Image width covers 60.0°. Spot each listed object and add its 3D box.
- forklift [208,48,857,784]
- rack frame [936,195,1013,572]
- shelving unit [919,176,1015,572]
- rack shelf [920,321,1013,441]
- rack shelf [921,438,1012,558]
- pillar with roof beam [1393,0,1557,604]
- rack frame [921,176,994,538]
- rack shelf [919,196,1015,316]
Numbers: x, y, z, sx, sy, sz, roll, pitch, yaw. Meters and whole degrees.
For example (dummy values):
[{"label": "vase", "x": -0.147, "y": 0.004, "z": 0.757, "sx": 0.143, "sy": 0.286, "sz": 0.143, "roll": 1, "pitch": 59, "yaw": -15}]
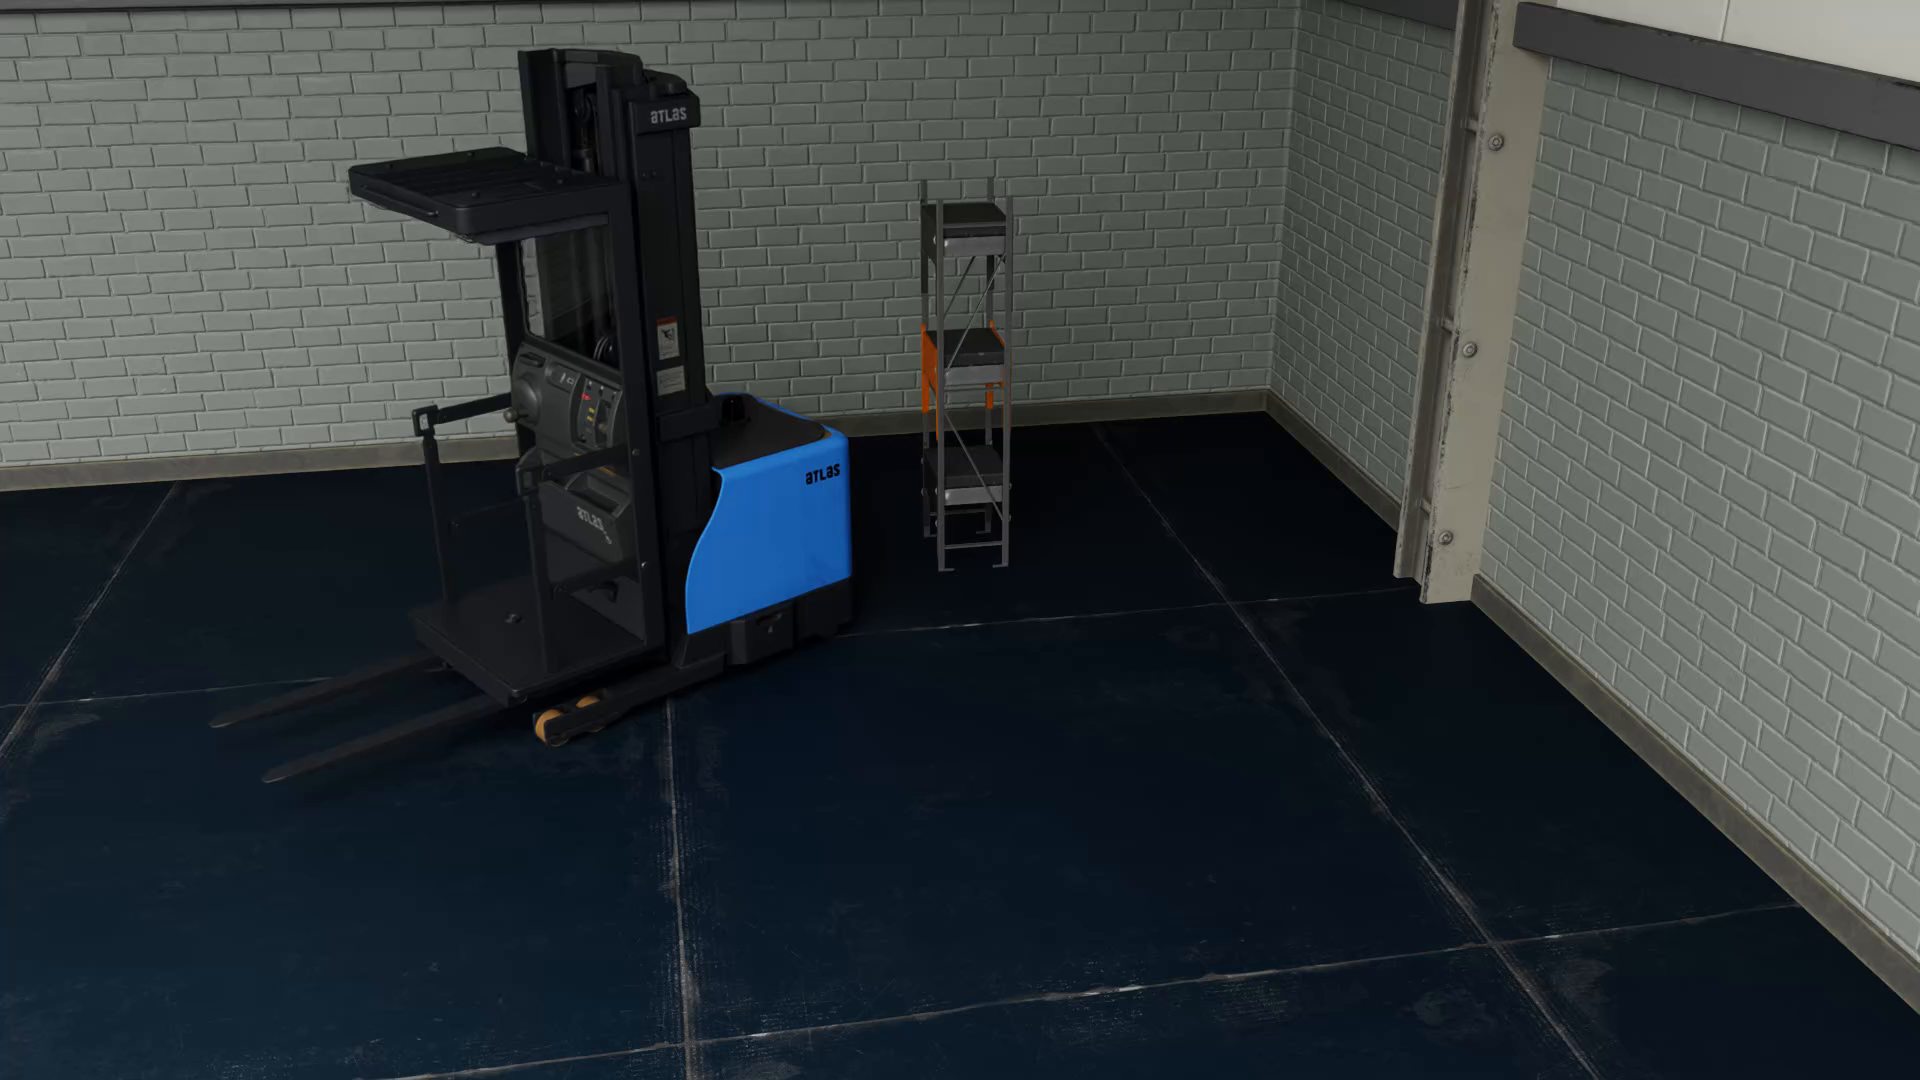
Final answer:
[{"label": "forklift", "x": -1.972, "y": -0.636, "z": 7.545, "sx": 3.031, "sy": 2.935, "sz": 1.130, "roll": -20, "pitch": 30, "yaw": -38}, {"label": "rack frame", "x": 0.076, "y": -0.801, "z": 8.961, "sx": 0.400, "sy": 2.100, "sz": 0.015, "roll": -4, "pitch": 24, "yaw": -10}, {"label": "shelving unit", "x": 0.031, "y": -0.897, "z": 9.181, "sx": 0.431, "sy": 2.100, "sz": 0.503, "roll": -4, "pitch": 24, "yaw": -10}, {"label": "rack shelf", "x": 0.031, "y": -0.885, "z": 9.186, "sx": 0.431, "sy": 0.518, "sz": 0.480, "roll": -4, "pitch": 24, "yaw": -10}, {"label": "rack shelf", "x": 0.031, "y": -0.243, "z": 9.466, "sx": 0.431, "sy": 0.518, "sz": 0.480, "roll": -4, "pitch": 24, "yaw": -10}, {"label": "pillar with roof beam", "x": -1.619, "y": -3.550, "z": 6.635, "sx": 9.100, "sy": 9.000, "sz": 0.400, "roll": -4, "pitch": 24, "yaw": -10}, {"label": "rack frame", "x": -0.015, "y": -0.993, "z": 9.400, "sx": 0.400, "sy": 2.100, "sz": 0.015, "roll": -4, "pitch": 24, "yaw": -10}, {"label": "rack shelf", "x": 0.031, "y": -1.526, "z": 8.906, "sx": 0.431, "sy": 0.518, "sz": 0.480, "roll": -4, "pitch": 24, "yaw": -10}]
